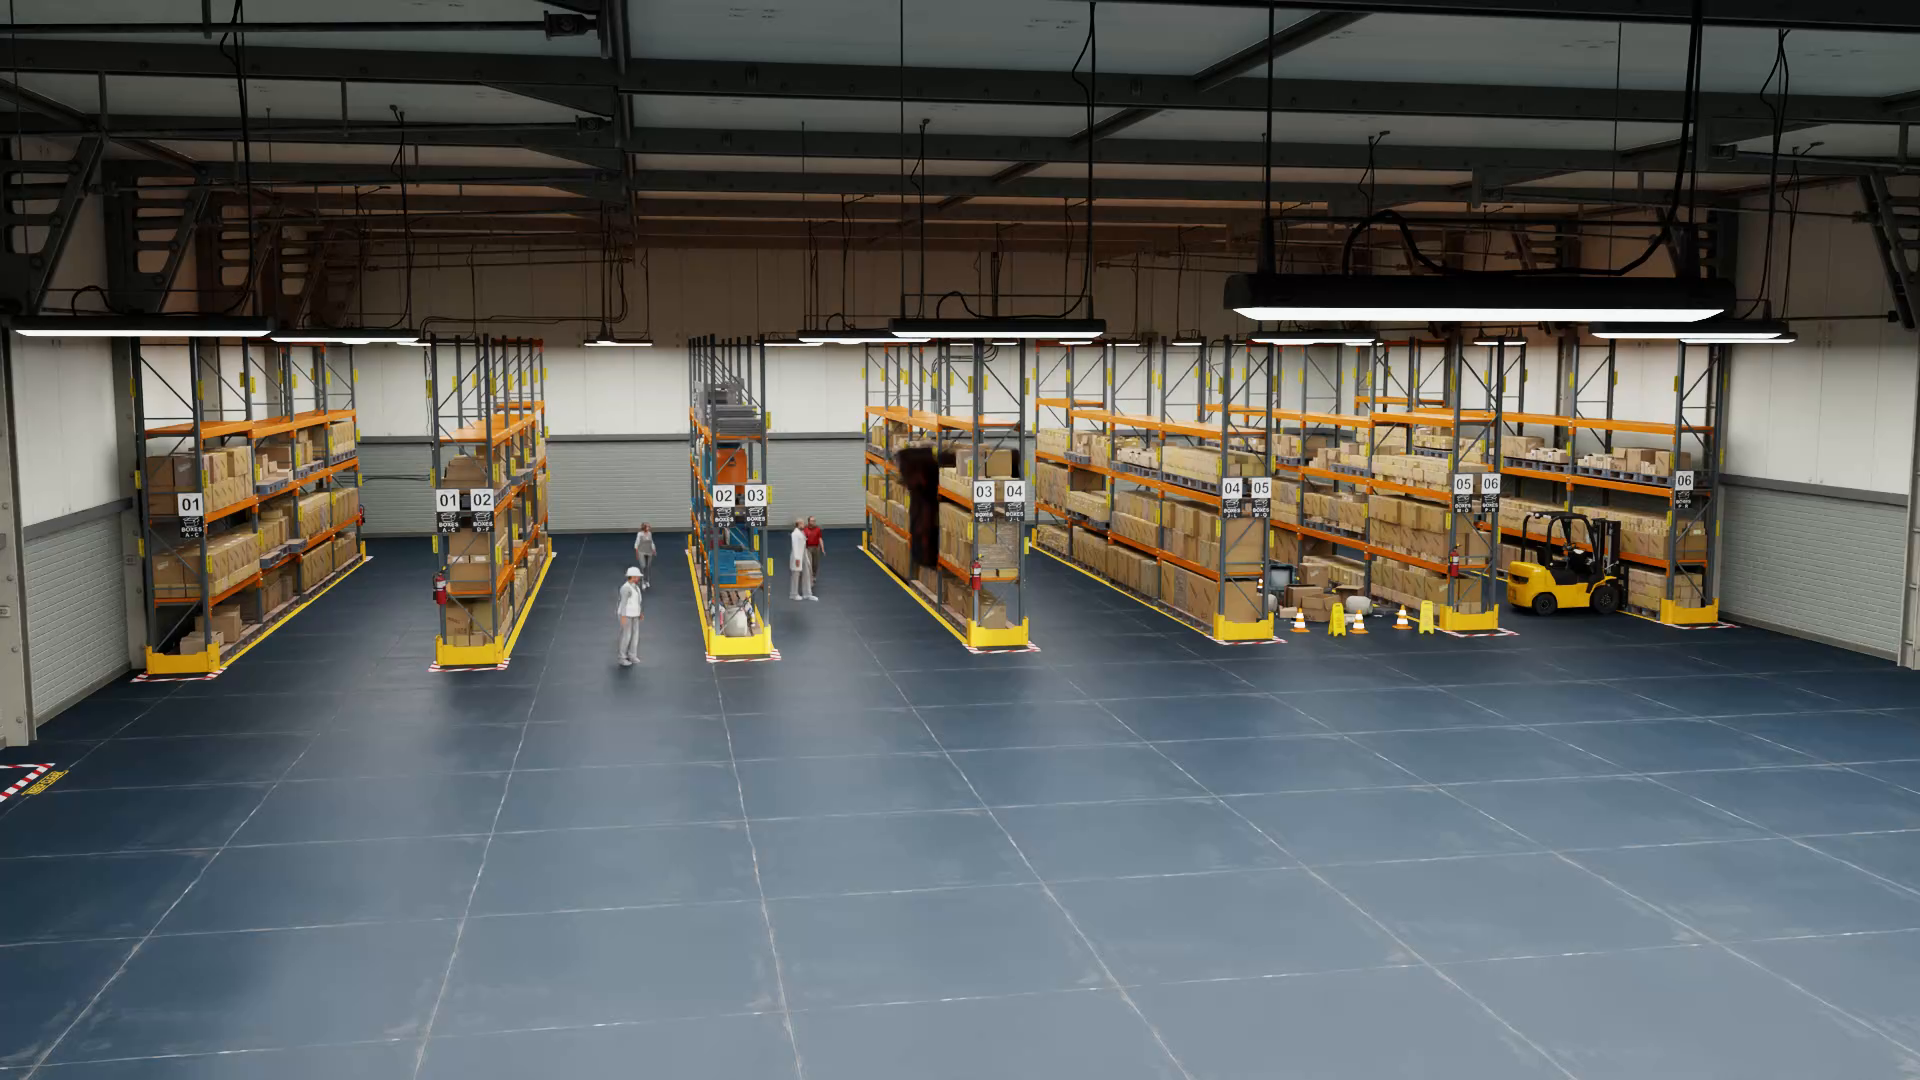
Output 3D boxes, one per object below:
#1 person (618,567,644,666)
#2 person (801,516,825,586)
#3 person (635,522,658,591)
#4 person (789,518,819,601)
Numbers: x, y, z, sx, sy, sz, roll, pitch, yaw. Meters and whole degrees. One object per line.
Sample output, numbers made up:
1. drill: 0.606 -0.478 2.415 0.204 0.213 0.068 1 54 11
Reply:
1. person: -6.003 1.379 30.314 0.463 1.781 0.584 2 7 14
2. person: -3.636 0.257 40.475 0.674 1.678 1.086 -2 7 -15
3. person: -7.517 0.381 39.818 0.523 1.606 0.695 -2 7 -18
4. person: -3.465 0.431 36.081 0.609 1.807 0.599 4 8 32
